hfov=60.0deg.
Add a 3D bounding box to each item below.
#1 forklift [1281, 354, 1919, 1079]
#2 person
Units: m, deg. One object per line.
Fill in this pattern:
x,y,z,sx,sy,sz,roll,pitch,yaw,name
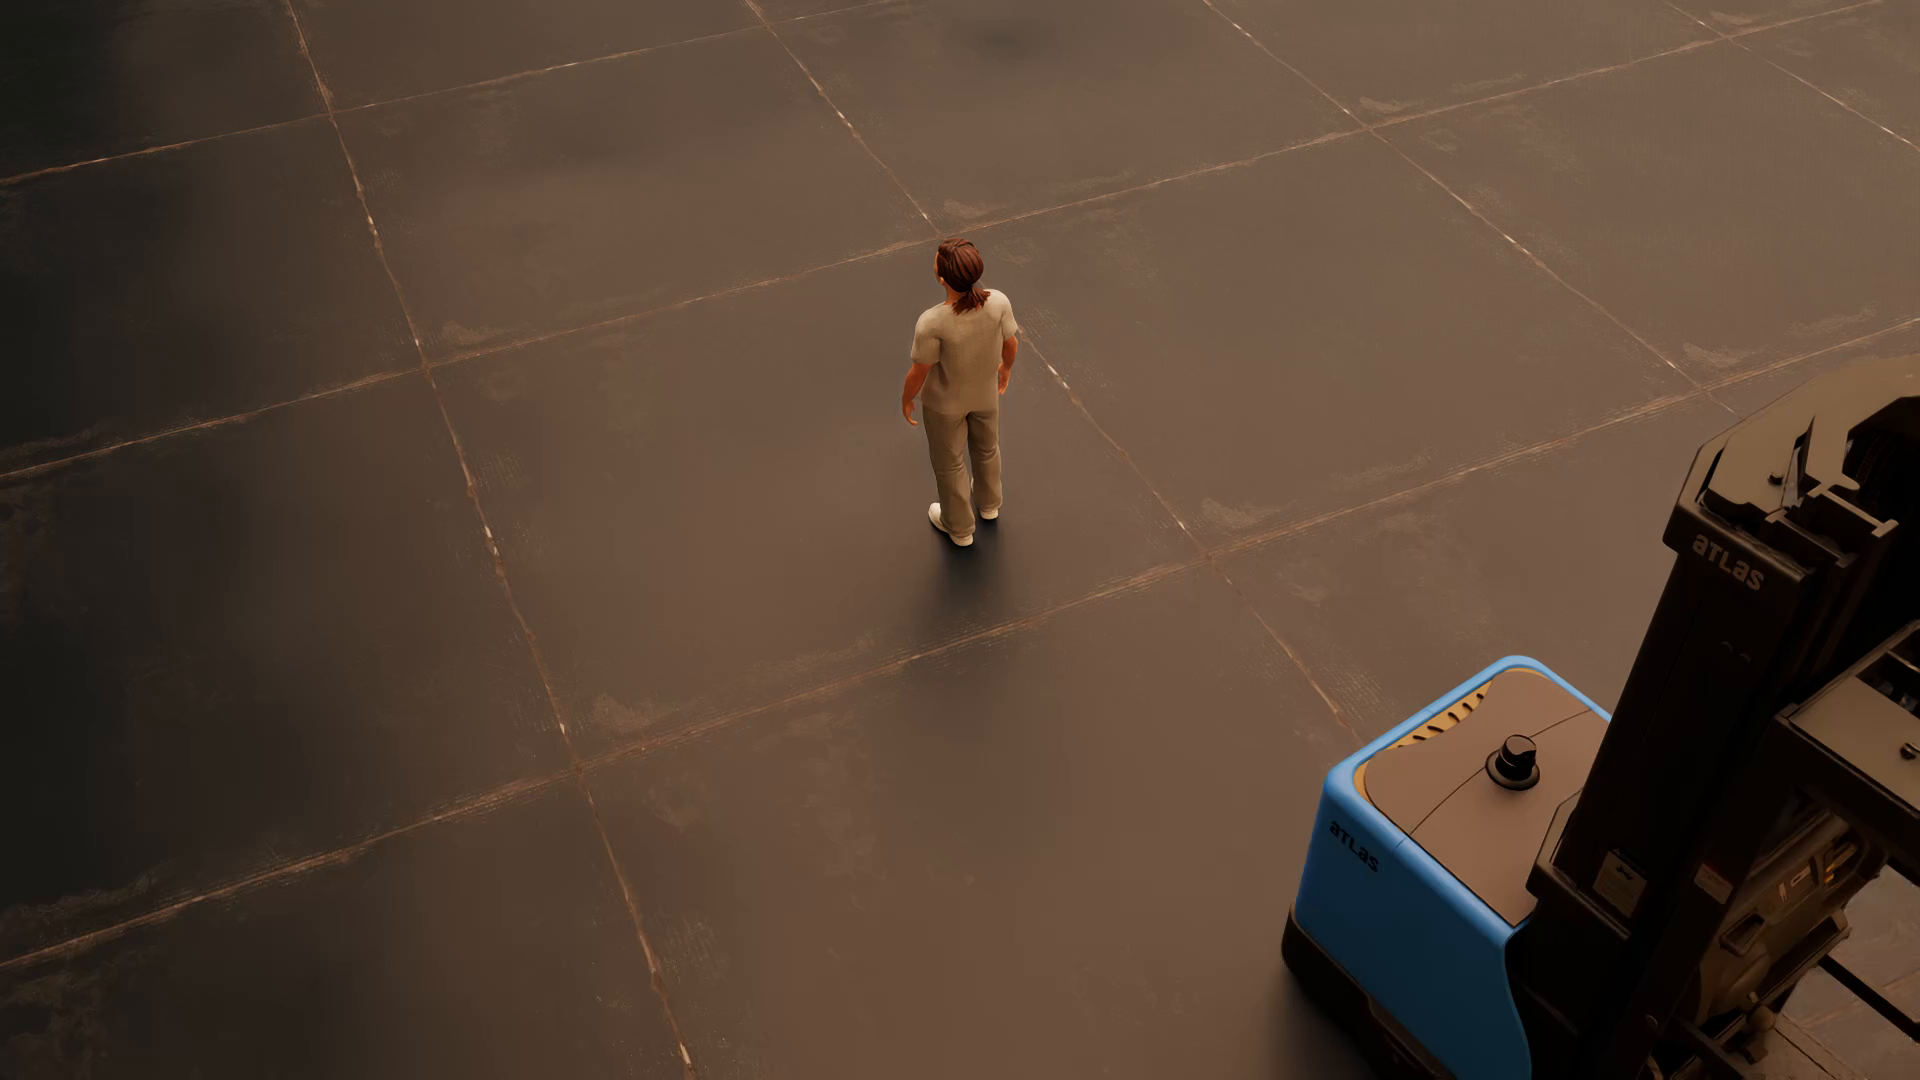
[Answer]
2.453,1.100,4.501,1.130,2.935,3.031,-26,49,-26,forklift
-0.018,-0.667,7.305,0.549,1.675,0.549,-18,46,-18,person
